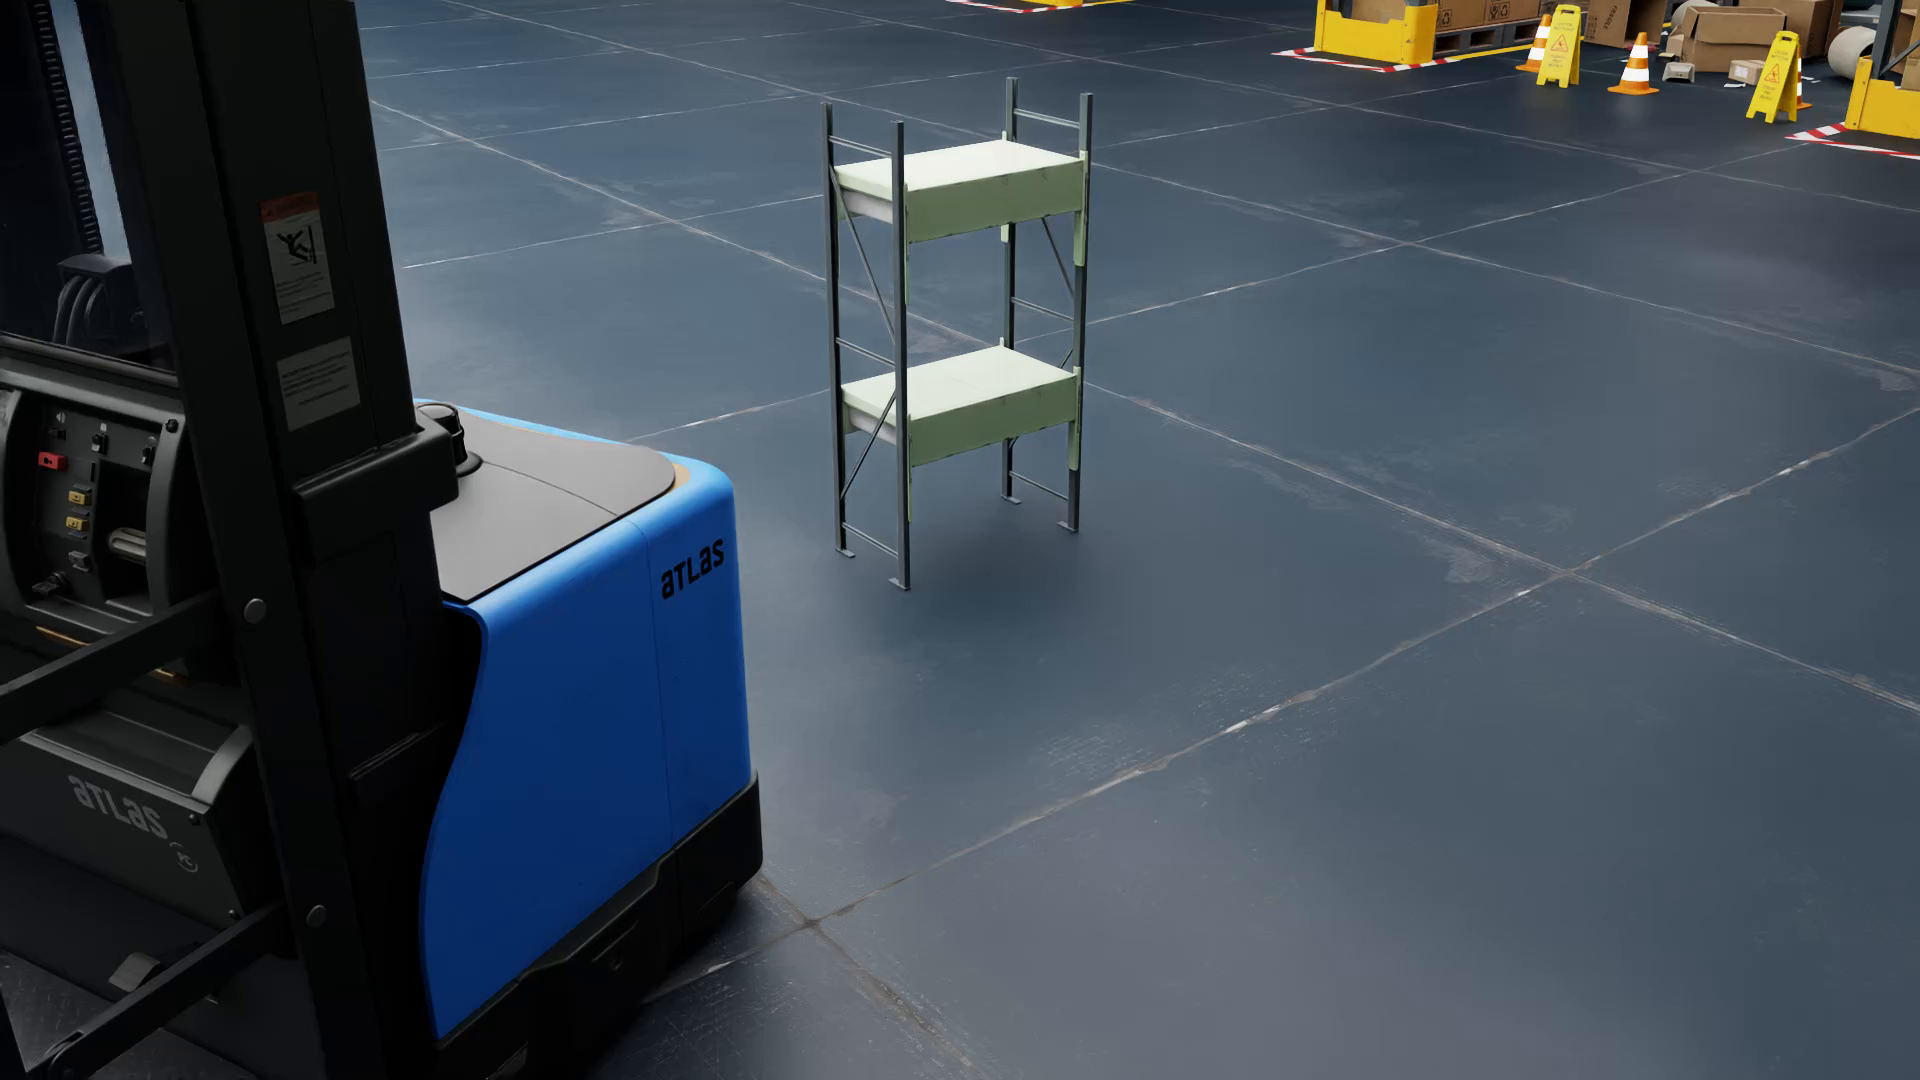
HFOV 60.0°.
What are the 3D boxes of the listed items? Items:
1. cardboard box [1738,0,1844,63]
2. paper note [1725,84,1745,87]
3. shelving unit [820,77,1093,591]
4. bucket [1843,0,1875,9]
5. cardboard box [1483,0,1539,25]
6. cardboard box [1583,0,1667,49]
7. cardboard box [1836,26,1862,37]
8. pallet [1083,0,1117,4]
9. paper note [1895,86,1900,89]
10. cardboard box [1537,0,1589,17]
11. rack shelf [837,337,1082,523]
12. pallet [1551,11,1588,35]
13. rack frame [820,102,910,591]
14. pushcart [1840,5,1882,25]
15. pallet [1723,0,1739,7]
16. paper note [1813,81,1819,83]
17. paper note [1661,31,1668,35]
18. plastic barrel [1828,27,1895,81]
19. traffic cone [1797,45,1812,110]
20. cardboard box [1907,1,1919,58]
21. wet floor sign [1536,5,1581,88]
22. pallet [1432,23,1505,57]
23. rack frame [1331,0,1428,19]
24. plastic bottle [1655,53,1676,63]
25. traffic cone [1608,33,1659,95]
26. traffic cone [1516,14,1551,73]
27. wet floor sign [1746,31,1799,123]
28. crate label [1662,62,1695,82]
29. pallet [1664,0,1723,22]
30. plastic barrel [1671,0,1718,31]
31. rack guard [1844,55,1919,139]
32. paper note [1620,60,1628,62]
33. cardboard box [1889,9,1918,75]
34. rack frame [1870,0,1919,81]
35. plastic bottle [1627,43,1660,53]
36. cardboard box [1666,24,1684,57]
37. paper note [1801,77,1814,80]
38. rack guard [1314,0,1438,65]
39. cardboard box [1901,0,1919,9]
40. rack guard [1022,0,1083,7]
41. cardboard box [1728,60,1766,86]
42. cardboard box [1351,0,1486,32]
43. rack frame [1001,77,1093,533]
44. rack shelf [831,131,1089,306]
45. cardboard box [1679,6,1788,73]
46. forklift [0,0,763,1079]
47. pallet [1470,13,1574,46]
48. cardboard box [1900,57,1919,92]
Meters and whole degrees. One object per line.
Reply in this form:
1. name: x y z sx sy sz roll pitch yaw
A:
1. cardboard box: 7.527 -4.725 15.173 0.503 0.637 0.797 -18 31 -34
2. paper note: 6.492 -3.814 13.931 0.148 0.019 0.142 15 29 29
3. shelving unit: -0.005 -0.679 5.431 0.755 1.500 0.431 -18 31 -34
4. bucket: 8.306 -5.314 15.719 0.620 0.611 0.726 2 23 -21
5. cardboard box: 5.027 -5.523 16.112 0.875 0.875 0.875 -19 31 -35
6. cardboard box: 6.402 -5.032 15.996 0.500 0.500 0.500 -13 28 -25
7. cardboard box: 8.159 -4.554 15.247 0.258 0.266 0.396 5 25 11
8. pallet: 1.583 -6.493 19.489 1.213 0.211 1.003 -18 31 -34
9. paper note: 7.780 -3.781 13.860 0.142 0.019 0.148 15 29 29
10. cardboard box: 5.745 -5.759 16.621 0.875 0.875 0.875 -18 30 -34
11. rack shelf: -0.005 -0.383 5.568 0.720 0.370 0.431 -18 31 -34
12. pallet: 6.344 -5.472 17.289 1.213 0.211 1.003 -18 31 -34
13. rack frame: -0.293 -0.583 5.226 0.023 1.500 0.400 -18 31 -34
14. pushcart: 8.678 -4.847 15.746 1.648 0.377 0.936 15 29 29
15. pallet: 8.512 -6.187 18.831 1.213 0.211 1.003 -18 31 -34
16. paper note: 7.278 -3.898 14.136 0.123 0.001 0.032 -18 31 -34
17. paper note: 7.020 -5.087 16.674 0.147 0.020 0.142 5 25 11
18. plastic barrel: 7.668 -4.125 14.135 0.421 0.421 0.512 1 25 2
19. traffic cone: 6.519 -3.644 13.052 0.334 0.463 0.336 -18 31 -34
20. cardboard box: 7.446 -3.833 12.323 0.500 0.500 0.500 -18 30 -34
21. wet floor sign: 5.042 -4.138 13.899 0.267 0.644 0.232 21 32 37
22. pallet: 4.424 -4.838 15.923 1.213 0.211 1.003 -18 31 -34
23. rack frame: 3.843 -5.869 14.833 0.127 3.000 1.000 -18 31 -34
24. plastic bottle: 6.435 -4.396 15.149 0.133 0.061 0.283 15 29 29
25. traffic cone: 5.567 -3.923 13.654 0.334 0.463 0.336 -18 31 -34
26. traffic cone: 5.137 -4.386 14.651 0.334 0.463 0.336 -18 31 -34
27. wet floor sign: 6.167 -3.493 12.509 0.232 0.644 0.267 -8 26 -16
28. crate label: 6.147 -4.000 14.207 0.250 0.136 0.298 10 27 20
29. pallet: 7.551 -5.869 18.144 1.213 0.211 1.003 -18 31 -34
30. plastic barrel: 7.044 -4.937 15.884 0.421 0.421 0.512 1 25 2
31. rack guard: 7.036 -3.141 11.925 0.348 0.500 1.175 -18 31 -34
32. paper note: 6.091 -4.356 15.101 0.142 0.017 0.144 -8 26 -16
33. cardboard box: 8.442 -4.334 14.492 0.500 0.500 0.500 1 25 2
34. rack frame: 6.977 -4.255 11.356 0.127 3.000 1.000 -18 31 -34
35. plastic bottle: 6.452 -4.636 15.667 0.283 0.061 0.133 15 29 29
36. cardboard box: 6.774 -4.611 15.371 0.258 0.266 0.396 -13 28 -25
37. paper note: 7.253 -3.979 14.302 0.142 0.019 0.148 -8 26 -16
38. rack guard: 3.824 -4.729 15.346 0.348 0.500 1.175 -18 31 -34
39. cardboard box: 9.002 -5.086 15.216 0.500 0.500 0.500 -18 31 -34
40. rack guard: 0.921 -6.424 18.999 0.348 0.500 1.175 -18 31 -34
41. cardboard box: 6.761 -3.972 14.131 0.250 0.149 0.380 -3 25 -7
42. cardboard box: 4.336 -5.294 15.618 0.875 0.875 0.875 -18 30 -34
43. rack frame: 0.283 -0.774 5.635 0.023 1.500 0.400 -18 31 -34
44. rack shelf: -0.005 -1.033 5.266 0.720 0.370 0.431 -18 31 -34
45. cardboard box: 6.797 -4.418 14.672 0.797 0.503 0.637 5 25 11
46. forklift: -1.619 -0.068 2.415 1.130 2.935 3.031 13 28 26
47. pallet: 5.383 -5.153 16.602 1.213 0.211 1.003 -18 31 -34
48. cardboard box: 7.466 -3.504 12.504 0.500 0.250 0.500 -18 31 -34
